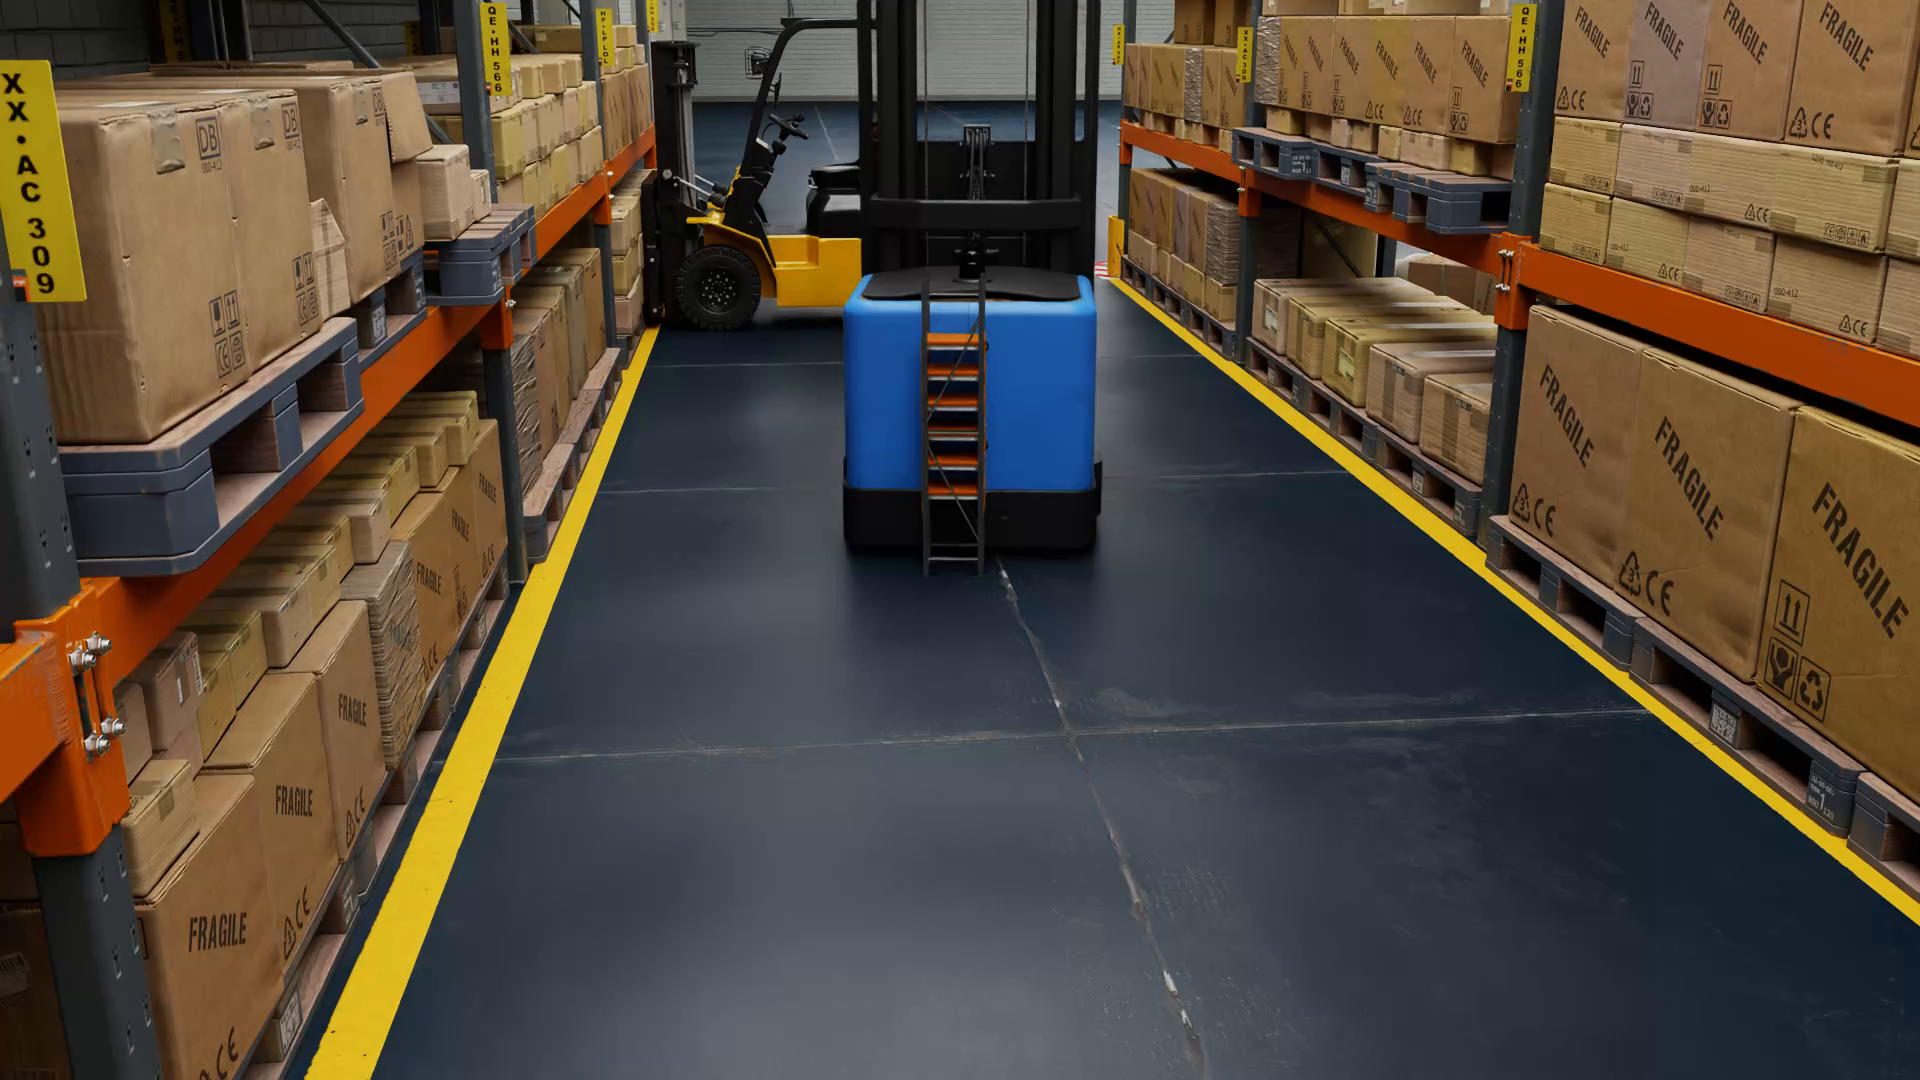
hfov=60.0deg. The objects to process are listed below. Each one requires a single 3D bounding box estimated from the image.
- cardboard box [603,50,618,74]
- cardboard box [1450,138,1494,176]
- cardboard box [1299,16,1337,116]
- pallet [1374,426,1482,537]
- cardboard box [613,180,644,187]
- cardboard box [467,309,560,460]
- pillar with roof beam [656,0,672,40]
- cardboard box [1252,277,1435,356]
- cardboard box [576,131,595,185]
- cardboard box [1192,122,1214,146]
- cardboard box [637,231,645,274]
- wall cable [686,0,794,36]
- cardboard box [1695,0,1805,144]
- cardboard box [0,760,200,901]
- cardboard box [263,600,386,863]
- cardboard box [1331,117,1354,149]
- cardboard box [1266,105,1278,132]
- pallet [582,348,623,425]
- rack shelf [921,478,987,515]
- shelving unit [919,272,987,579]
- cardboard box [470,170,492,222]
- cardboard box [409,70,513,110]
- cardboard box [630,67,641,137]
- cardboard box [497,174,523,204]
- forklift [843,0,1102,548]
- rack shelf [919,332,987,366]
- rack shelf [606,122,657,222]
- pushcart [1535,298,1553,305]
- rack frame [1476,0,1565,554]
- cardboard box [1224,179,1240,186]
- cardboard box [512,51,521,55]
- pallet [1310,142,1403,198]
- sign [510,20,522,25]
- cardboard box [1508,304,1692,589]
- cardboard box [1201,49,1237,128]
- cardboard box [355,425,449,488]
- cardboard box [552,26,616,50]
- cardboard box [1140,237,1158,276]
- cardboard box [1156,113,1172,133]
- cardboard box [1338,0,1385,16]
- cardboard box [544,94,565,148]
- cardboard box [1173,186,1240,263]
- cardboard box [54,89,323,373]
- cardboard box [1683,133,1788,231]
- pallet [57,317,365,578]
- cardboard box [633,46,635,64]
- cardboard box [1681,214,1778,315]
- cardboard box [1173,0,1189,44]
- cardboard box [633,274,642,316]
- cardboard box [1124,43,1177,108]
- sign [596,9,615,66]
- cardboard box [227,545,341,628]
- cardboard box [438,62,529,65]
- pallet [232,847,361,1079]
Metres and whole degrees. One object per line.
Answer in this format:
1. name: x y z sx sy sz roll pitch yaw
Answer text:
1. cardboard box: -2.448 -3.131 10.893 0.380 0.149 0.250 -1 17 -4
2. cardboard box: 2.340 -1.653 7.151 0.380 0.149 0.250 -2 17 -5
3. cardboard box: 2.148 -2.540 8.896 0.500 0.500 0.500 -2 18 -6
4. pallet: 2.628 -0.306 7.801 1.003 0.211 1.213 -2 18 -6
5. cardboard box: -2.576 -2.569 12.572 0.500 0.250 0.500 -2 17 -5
6. cardboard box: -2.355 -0.698 7.655 0.875 0.625 0.625 -1 17 -4
7. pillar with roof beam: -2.072 -13.543 35.293 9.100 9.000 0.400 -2 18 -6
8. cardboard box: 2.352 -1.386 10.271 0.950 0.372 0.625 -2 17 -5
9. cardboard box: -2.272 -2.078 9.039 0.500 0.250 0.500 -2 18 -6
10. cardboard box: 1.851 -2.865 11.714 0.380 0.149 0.250 -2 18 -6
11. cardboard box: -2.479 -2.022 11.665 0.500 0.250 0.500 -2 18 -6
12. wall cable: -5.962 -14.635 43.954 3.097 2.526 0.112 -2 18 -6
13. cardboard box: 2.614 -1.472 5.022 0.500 0.500 0.500 -1 17 -4
14. cardboard box: -1.589 0.510 2.934 0.380 0.149 0.250 -1 17 -3
15. cardboard box: -1.755 0.476 4.125 0.500 0.500 0.500 -2 18 -7
16. cardboard box: 2.145 -2.113 8.617 0.380 0.149 0.250 -1 17 -4
17. cardboard box: 2.038 -2.502 9.857 0.380 0.149 0.250 -2 17 -5
18. pallet: -2.527 -0.893 9.668 1.003 0.211 1.213 -2 18 -6
19. rack shelf: -0.024 -0.176 6.684 0.258 0.103 0.180 1 17 2
20. shelving unit: -0.024 -0.447 6.599 0.258 1.200 0.189 1 17 2
21. cardboard box: -1.780 -1.146 5.539 0.380 0.149 0.250 -1 17 -5
22. cardboard box: -1.998 -1.790 6.622 0.380 0.149 0.250 -1 17 -4
23. cardboard box: -2.645 -3.235 12.306 0.500 0.500 0.500 -2 18 -7
24. cardboard box: -2.032 -1.318 6.617 0.500 0.250 0.500 -2 18 -5
25. forklift: 0.093 -1.755 7.875 1.130 2.935 3.031 1 17 2
26. rack shelf: -0.024 -0.748 6.504 0.258 0.103 0.180 1 17 2
27. rack shelf: -2.848 -2.694 11.951 1.077 0.370 4.000 -2 18 -6
28. pushcart: 4.558 -1.430 11.102 1.648 0.377 0.936 -8 19 -25
29. rack frame: 2.708 -1.404 6.641 1.000 3.000 0.127 -2 18 -6
30. cardboard box: 2.327 -2.497 12.761 0.500 0.500 0.500 -2 18 -7
31. cardboard box: -3.010 -3.039 10.599 0.380 0.149 0.250 -1 17 -4
32. pallet: 2.463 -1.901 8.545 1.003 0.211 1.213 -2 18 -6
33. sign: -3.607 -4.068 13.551 0.100 0.325 0.005 -2 18 -6
34. cardboard box: 2.696 -0.382 6.233 0.875 0.875 0.875 -2 18 -6
35. cardboard box: 1.942 -3.063 11.263 0.500 0.500 0.500 -1 17 -4
36. cardboard box: -1.884 -0.267 5.410 0.380 0.149 0.250 -2 18 -7
37. cardboard box: -2.456 -3.275 10.855 0.380 0.149 0.250 -1 17 -4
38. cardboard box: 1.736 -2.275 13.305 0.500 0.250 0.500 -1 17 -4
39. cardboard box: 1.739 -3.251 12.943 0.380 0.149 0.250 -1 17 -4
40. cardboard box: 2.206 -2.824 8.716 0.380 0.149 0.250 -1 17 -3
41. cardboard box: -2.196 -2.013 7.998 0.500 0.250 0.500 -2 17 -5
42. cardboard box: 1.859 -2.313 12.176 0.500 0.500 0.500 -1 17 -3
43. cardboard box: -1.698 -0.611 3.248 0.700 0.500 0.500 -2 17 -5
44. cardboard box: 2.606 -1.110 5.119 0.500 0.250 0.500 -2 18 -6
45. pallet: -1.791 -0.208 3.151 1.003 0.211 1.213 -2 18 -6
46. cardboard box: -2.718 -3.741 12.836 0.380 0.149 0.250 -1 17 -5
47. cardboard box: 2.627 -0.870 5.191 0.500 0.250 0.500 -1 17 -4
48. cardboard box: 2.152 -4.309 13.561 0.700 0.500 0.500 -2 18 -7
49. cardboard box: -2.430 -1.635 11.266 0.500 0.250 0.500 -2 18 -7
50. cardboard box: 1.655 -3.827 13.697 0.500 0.500 0.500 -2 18 -6
51. sign: -2.103 -2.976 9.847 0.100 0.325 0.005 -2 18 -6
52. cardboard box: -1.786 0.123 4.167 0.380 0.149 0.250 -1 17 -4
53. cardboard box: -2.236 -2.170 7.830 0.380 0.149 0.250 -2 18 -6
54. pallet: -1.938 1.031 3.539 1.003 0.211 1.213 -2 18 -6
